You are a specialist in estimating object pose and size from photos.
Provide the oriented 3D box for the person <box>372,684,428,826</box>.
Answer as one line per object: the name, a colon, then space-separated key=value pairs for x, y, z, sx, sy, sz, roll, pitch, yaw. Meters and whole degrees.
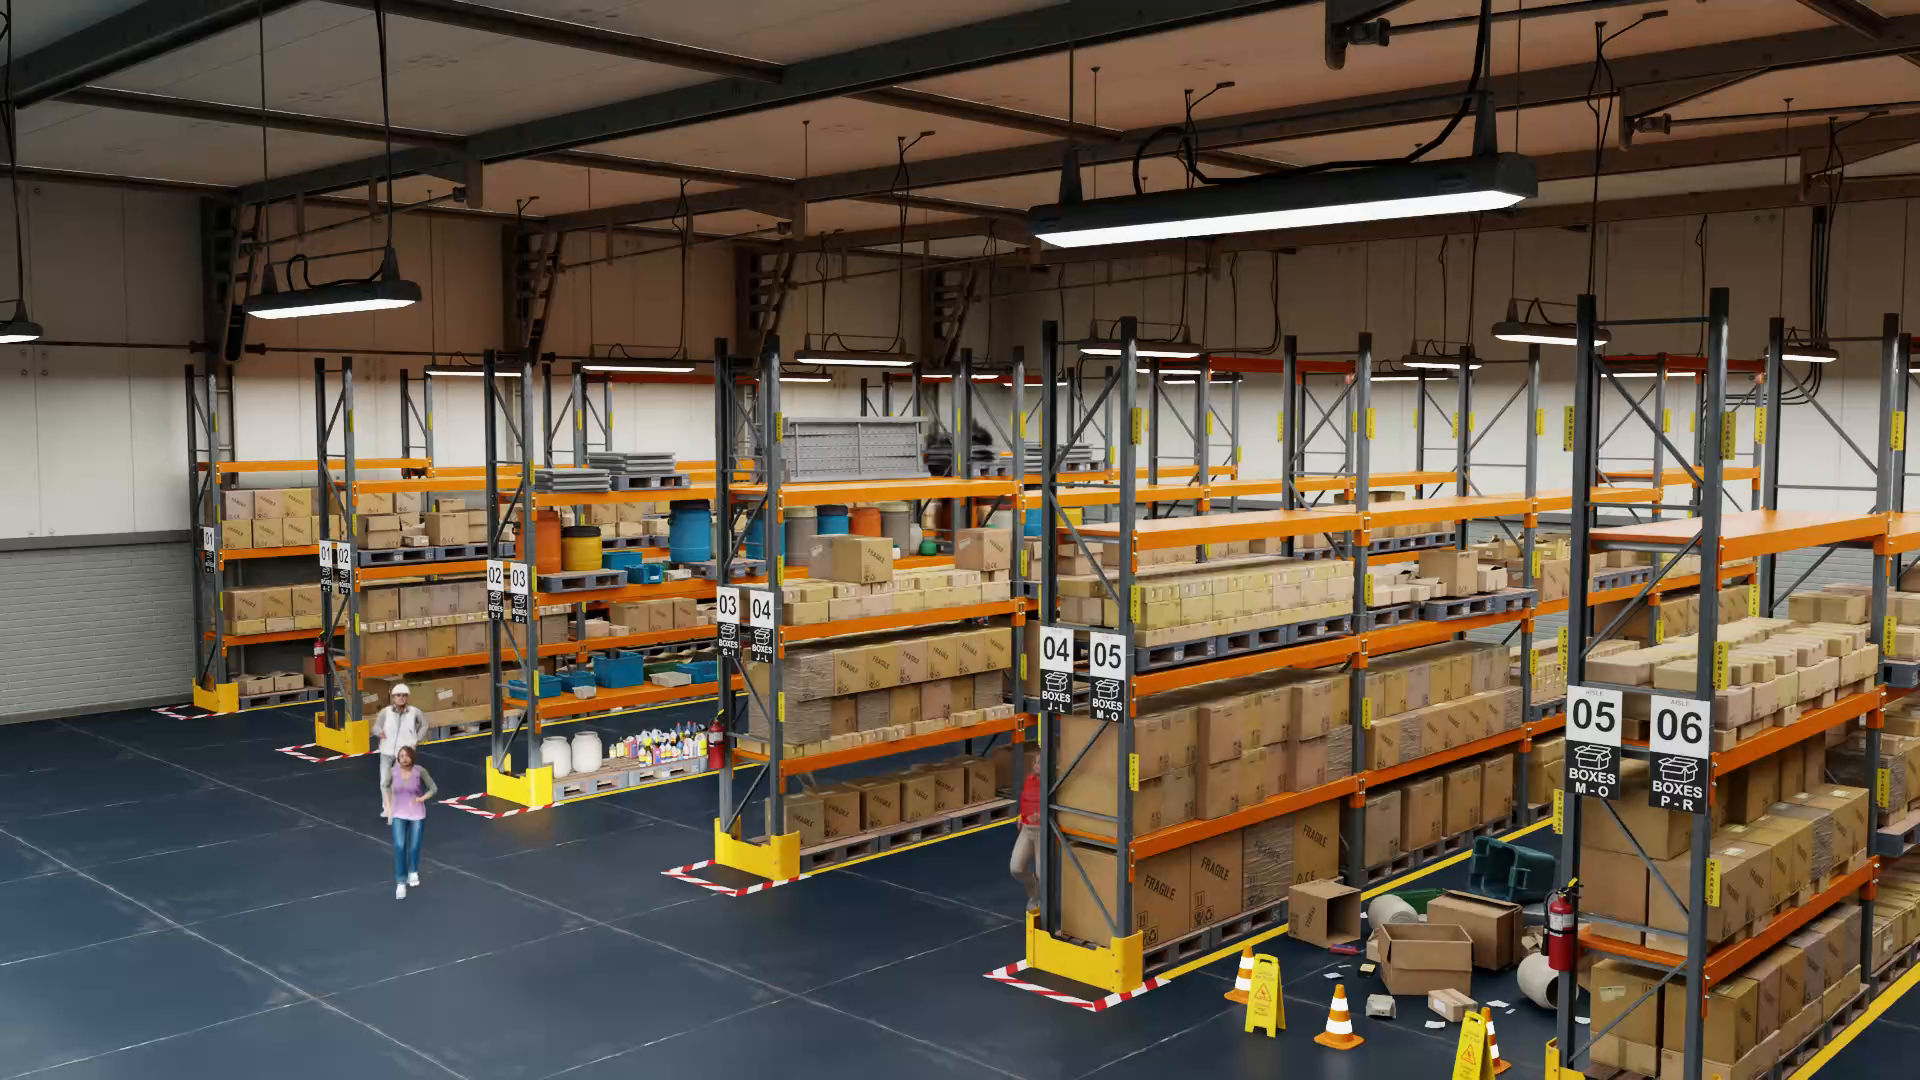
person: x=-7.065 y=2.705 z=20.935 sx=0.651 sy=1.798 sz=0.681 roll=0 pitch=4 yaw=-5

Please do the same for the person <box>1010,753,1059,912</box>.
person: x=0.769 y=3.025 z=16.929 sx=0.645 sy=1.722 sz=0.634 roll=3 pitch=6 yaw=38

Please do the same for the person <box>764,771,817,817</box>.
person: x=-2.193 y=2.674 z=21.456 sx=0.598 sy=1.678 sz=0.900 roll=2 pitch=5 yaw=28

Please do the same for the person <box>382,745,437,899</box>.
person: x=-5.911 y=3.009 z=17.879 sx=0.580 sy=1.640 sz=0.624 roll=-1 pitch=4 yaw=-12
